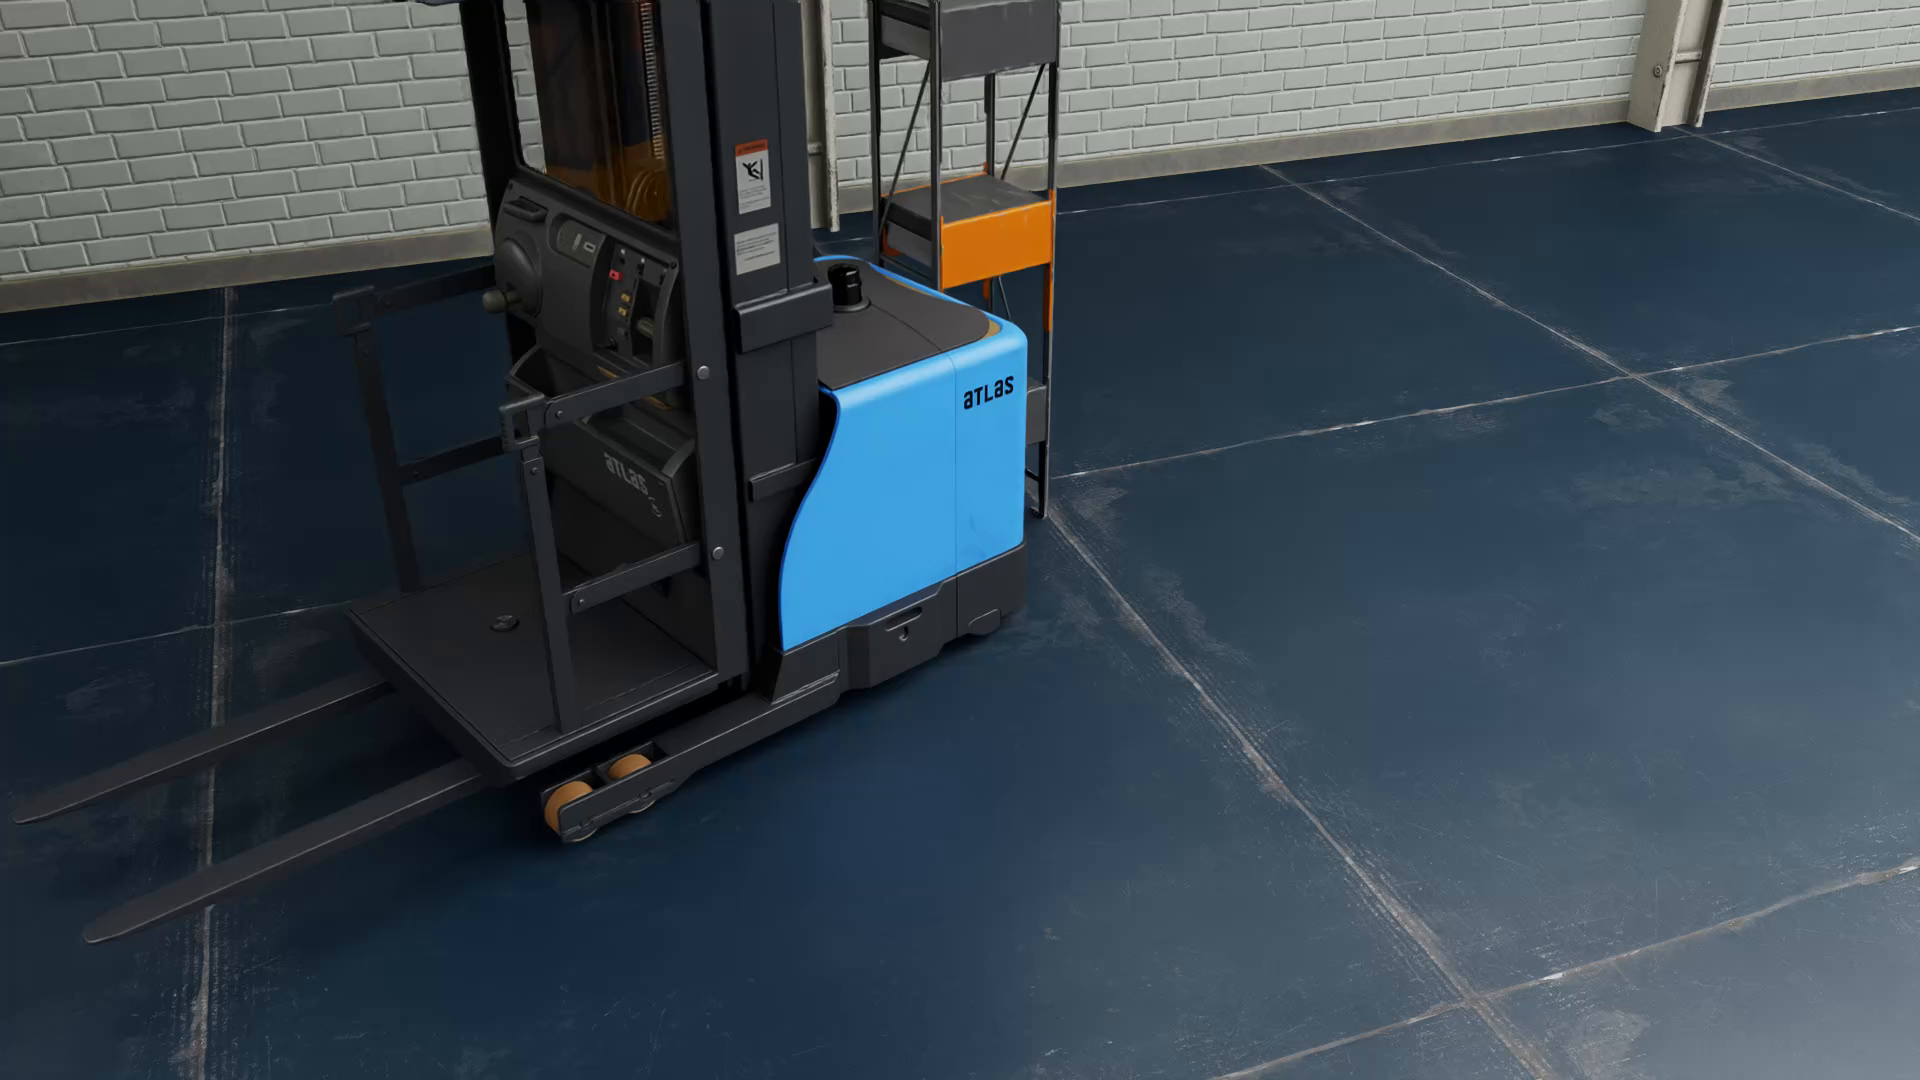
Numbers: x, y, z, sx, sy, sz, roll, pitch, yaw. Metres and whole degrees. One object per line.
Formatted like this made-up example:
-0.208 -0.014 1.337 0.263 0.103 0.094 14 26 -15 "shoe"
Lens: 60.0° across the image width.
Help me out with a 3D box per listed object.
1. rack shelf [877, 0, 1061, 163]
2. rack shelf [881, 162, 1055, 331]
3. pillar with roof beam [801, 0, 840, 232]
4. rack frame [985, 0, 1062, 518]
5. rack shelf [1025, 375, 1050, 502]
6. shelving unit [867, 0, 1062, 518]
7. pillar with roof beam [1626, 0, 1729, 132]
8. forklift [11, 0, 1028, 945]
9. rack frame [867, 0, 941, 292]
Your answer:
0.015 -1.605 5.559 0.480 0.518 0.431 -19 35 -30 "rack shelf"
0.015 -0.997 5.906 0.480 0.518 0.431 -19 35 -30 "rack shelf"
0.592 -3.675 3.611 0.400 9.000 9.100 -10 31 -18 "pillar with roof beam"
0.214 -1.078 6.021 0.015 2.100 0.400 -19 35 -30 "rack frame"
0.015 -0.388 6.252 0.480 0.518 0.431 -19 35 -30 "rack shelf"
0.015 -1.008 5.899 0.503 2.100 0.431 -19 35 -30 "shelving unit"
6.215 -4.711 5.428 0.400 9.000 9.100 -10 31 -18 "pillar with roof beam"
-1.211 -0.709 4.533 3.031 2.935 1.130 -23 37 -35 "forklift"
-0.185 -0.939 5.777 0.015 2.100 0.400 -19 35 -30 "rack frame"
